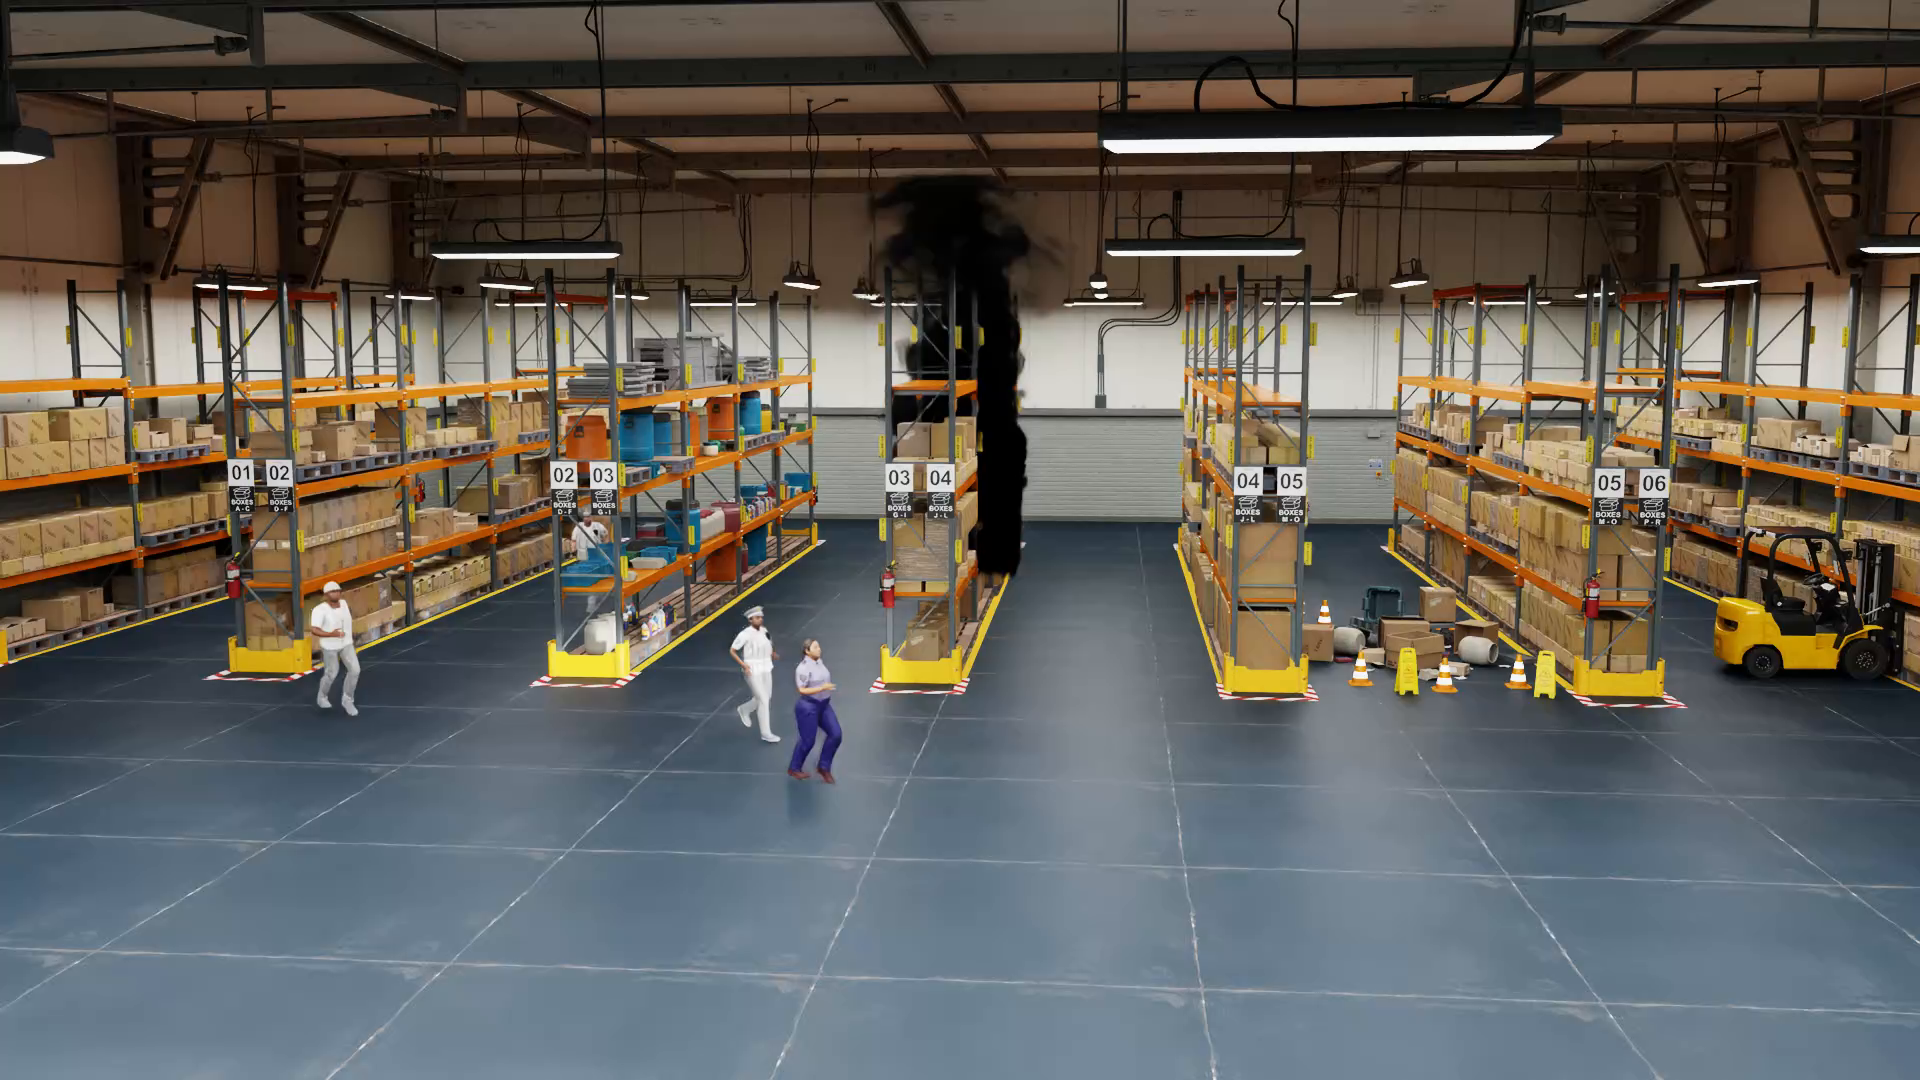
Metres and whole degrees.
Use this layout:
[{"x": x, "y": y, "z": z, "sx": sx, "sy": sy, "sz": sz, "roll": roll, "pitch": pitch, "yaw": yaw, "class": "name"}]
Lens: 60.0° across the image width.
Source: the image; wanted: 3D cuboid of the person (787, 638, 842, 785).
[{"x": -1.625, "y": 1.939, "z": 18.681, "sx": 0.680, "sy": 1.695, "sz": 0.582, "roll": 4, "pitch": 8, "yaw": 31, "class": "person"}]

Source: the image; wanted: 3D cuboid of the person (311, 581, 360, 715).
[{"x": -8.344, "y": 1.449, "z": 22.216, "sx": 0.730, "sy": 1.813, "sz": 0.697, "roll": 5, "pitch": 9, "yaw": 38, "class": "person"}]

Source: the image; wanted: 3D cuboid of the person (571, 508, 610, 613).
[{"x": -6.462, "y": 0.327, "z": 29.056, "sx": 0.648, "sy": 1.814, "sz": 0.867, "roll": 0, "pitch": 7, "yaw": 1, "class": "person"}]

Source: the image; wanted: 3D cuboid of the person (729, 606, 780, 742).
[{"x": -2.560, "y": 1.650, "z": 20.819, "sx": 0.850, "sy": 1.665, "sz": 0.588, "roll": 6, "pitch": 9, "yaw": 40, "class": "person"}]
